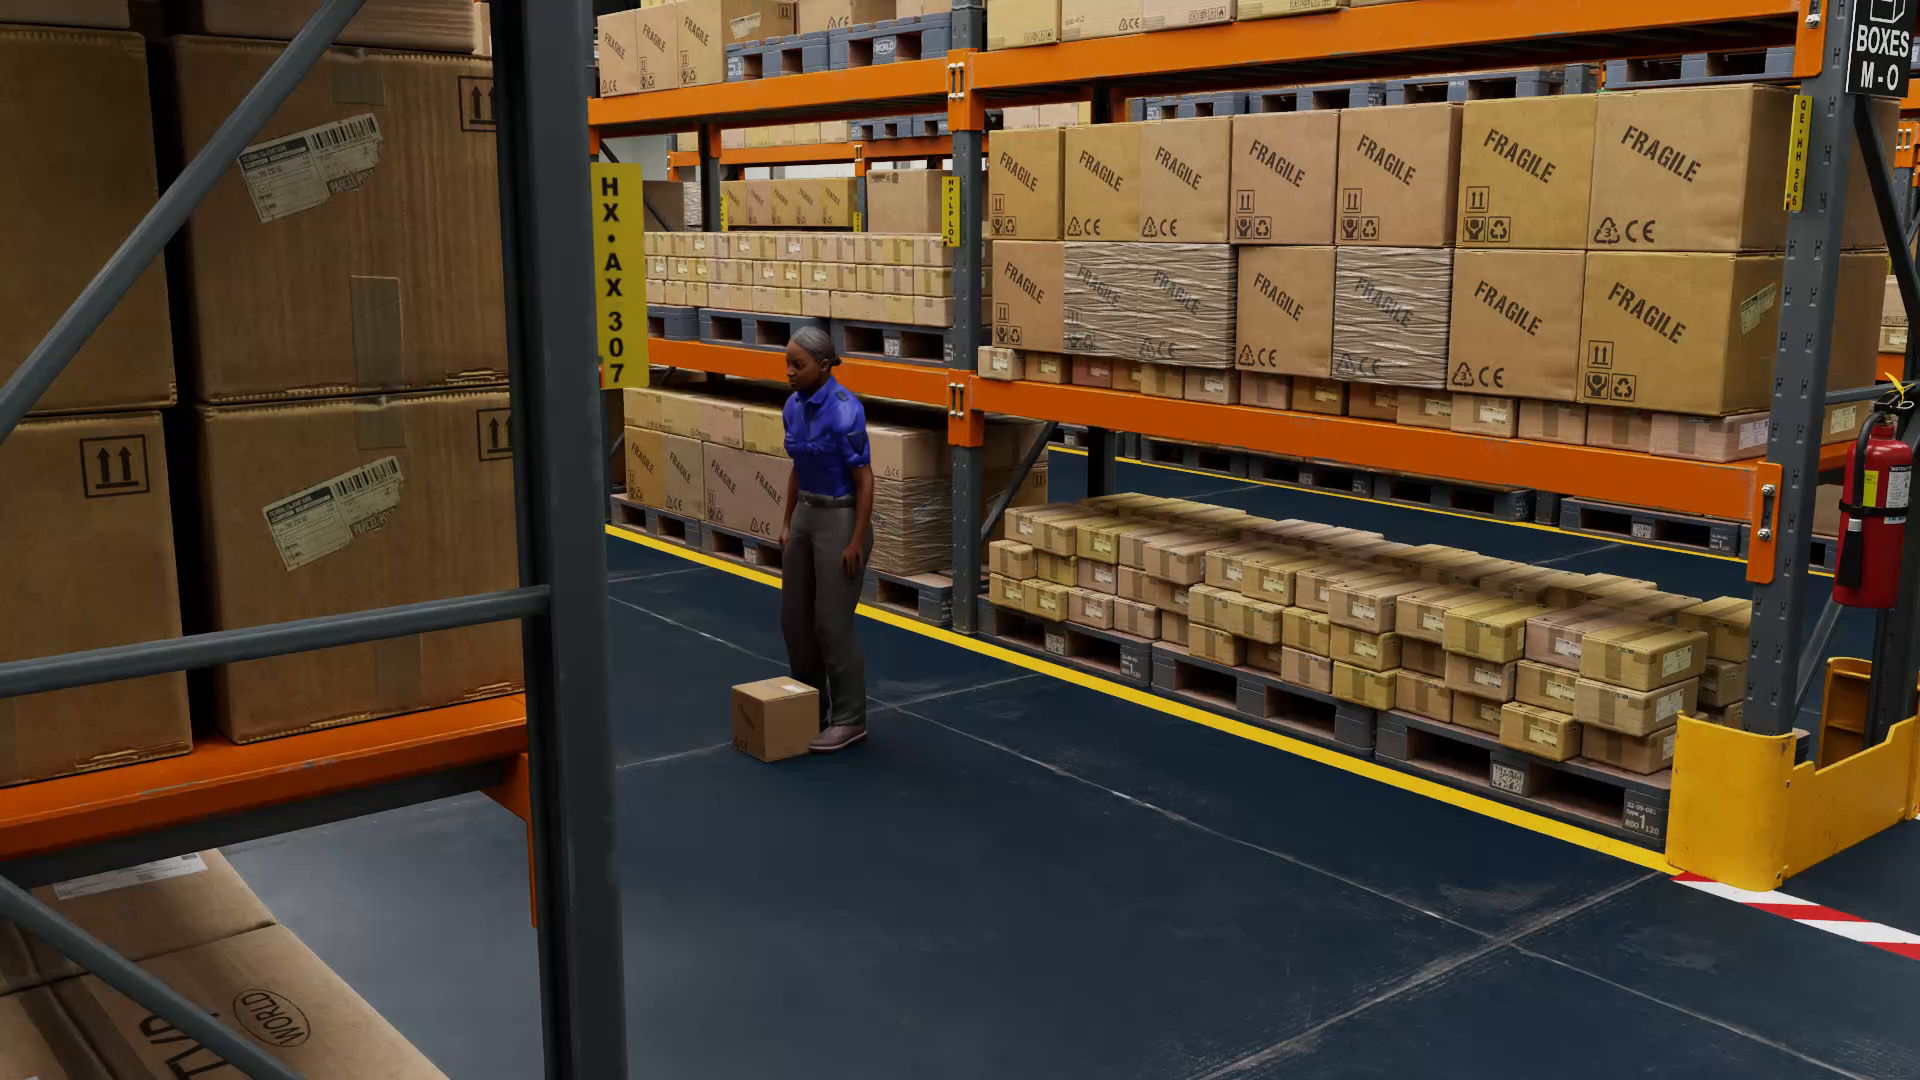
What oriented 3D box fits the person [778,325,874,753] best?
[{"bbox_3d":[-0.548,-0.018,6.543,0.350,1.653,0.515,-10,15,-40],"label":"person"}]
